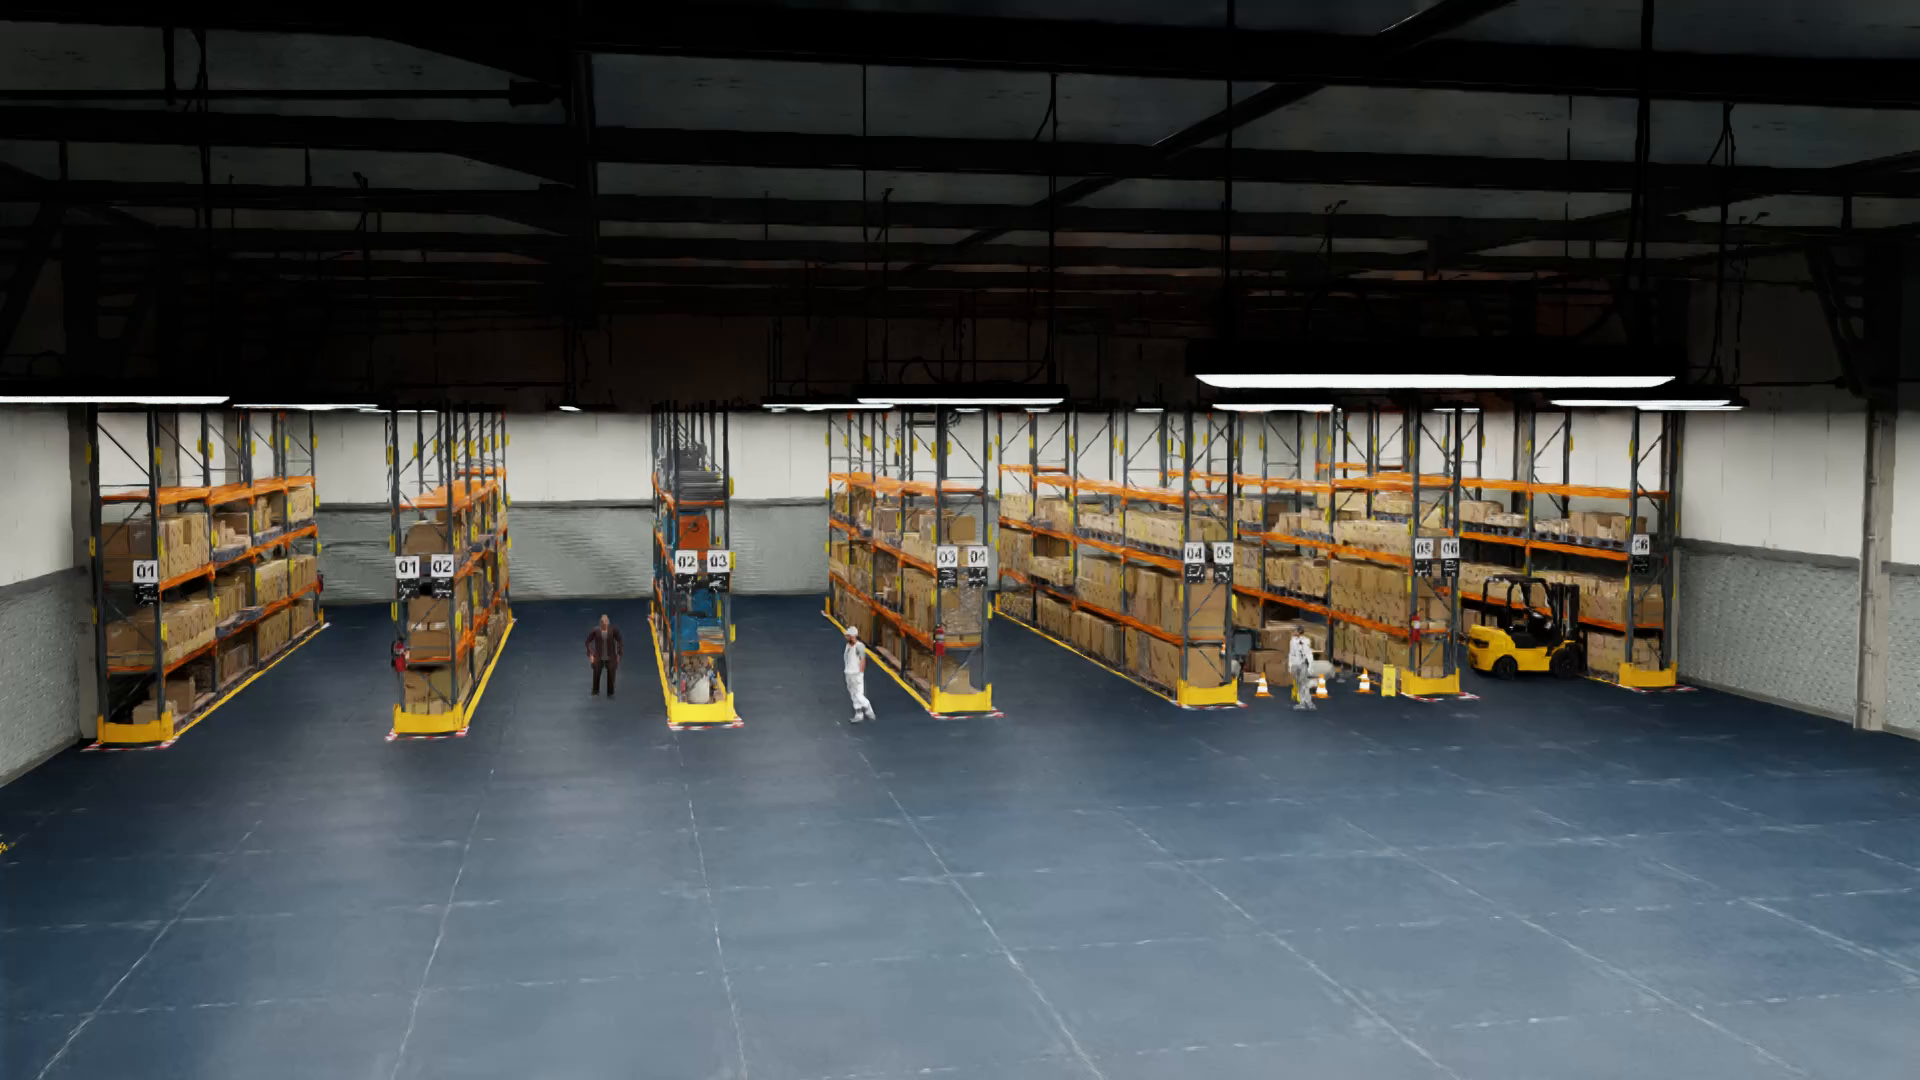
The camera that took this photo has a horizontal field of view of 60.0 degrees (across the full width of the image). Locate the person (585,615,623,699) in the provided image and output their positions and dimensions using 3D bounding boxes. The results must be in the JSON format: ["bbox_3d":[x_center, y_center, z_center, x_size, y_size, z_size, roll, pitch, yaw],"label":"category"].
[{"bbox_3d":[-7.145,2.346,33.395,0.729,1.733,0.546,-1,4,-14],"label":"person"}]

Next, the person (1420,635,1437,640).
[{"bbox_3d":[10.628,2.034,37.724,0.421,1.676,0.502,-4,6,-43],"label":"person"}]

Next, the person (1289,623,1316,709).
[{"bbox_3d":[6.636,2.445,32.316,0.385,1.670,0.583,-4,6,-43],"label":"person"}]

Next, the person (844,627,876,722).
[{"bbox_3d":[-1.878,2.496,30.876,0.463,1.780,0.697,-4,6,-41],"label":"person"}]
